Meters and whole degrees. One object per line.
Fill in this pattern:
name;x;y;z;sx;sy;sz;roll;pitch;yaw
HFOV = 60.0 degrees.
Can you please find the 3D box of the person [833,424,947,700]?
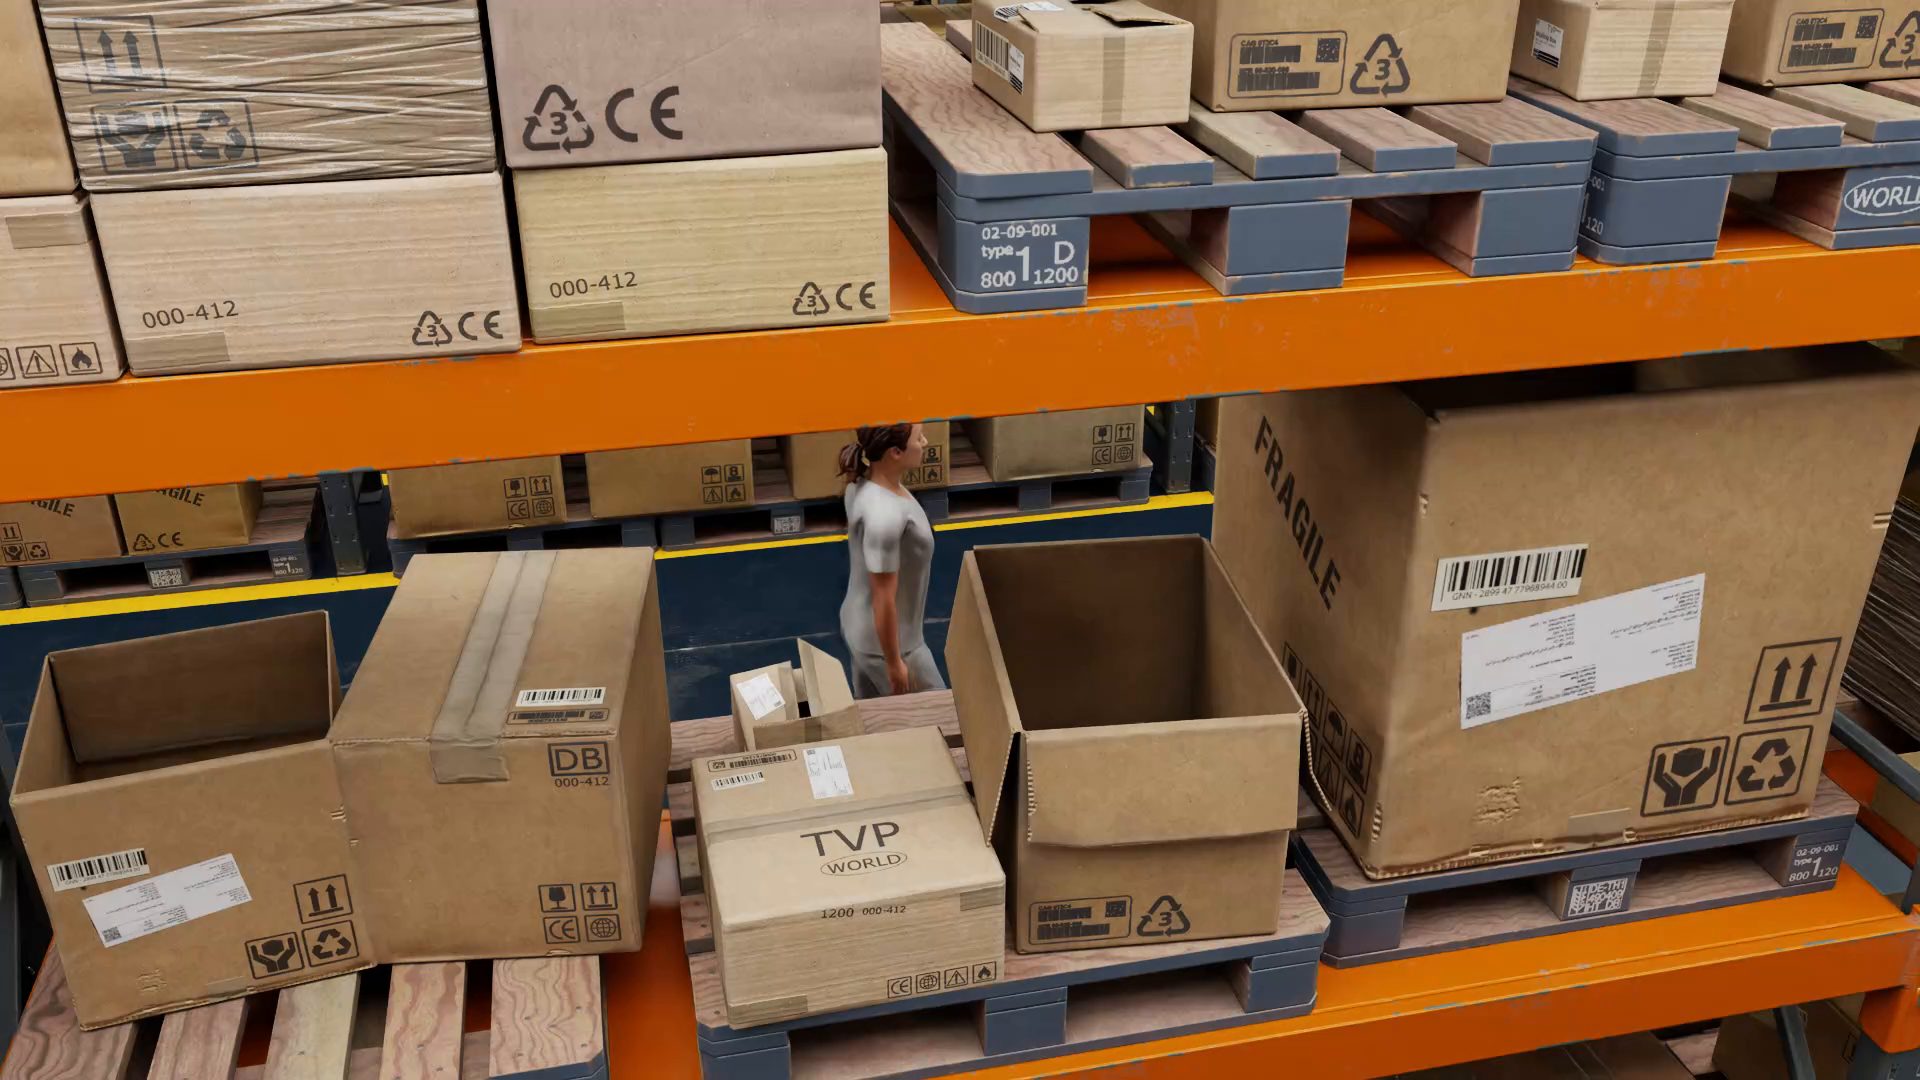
person;-0.239;0.316;5.436;0.437;1.669;0.470;-5;27;-10
